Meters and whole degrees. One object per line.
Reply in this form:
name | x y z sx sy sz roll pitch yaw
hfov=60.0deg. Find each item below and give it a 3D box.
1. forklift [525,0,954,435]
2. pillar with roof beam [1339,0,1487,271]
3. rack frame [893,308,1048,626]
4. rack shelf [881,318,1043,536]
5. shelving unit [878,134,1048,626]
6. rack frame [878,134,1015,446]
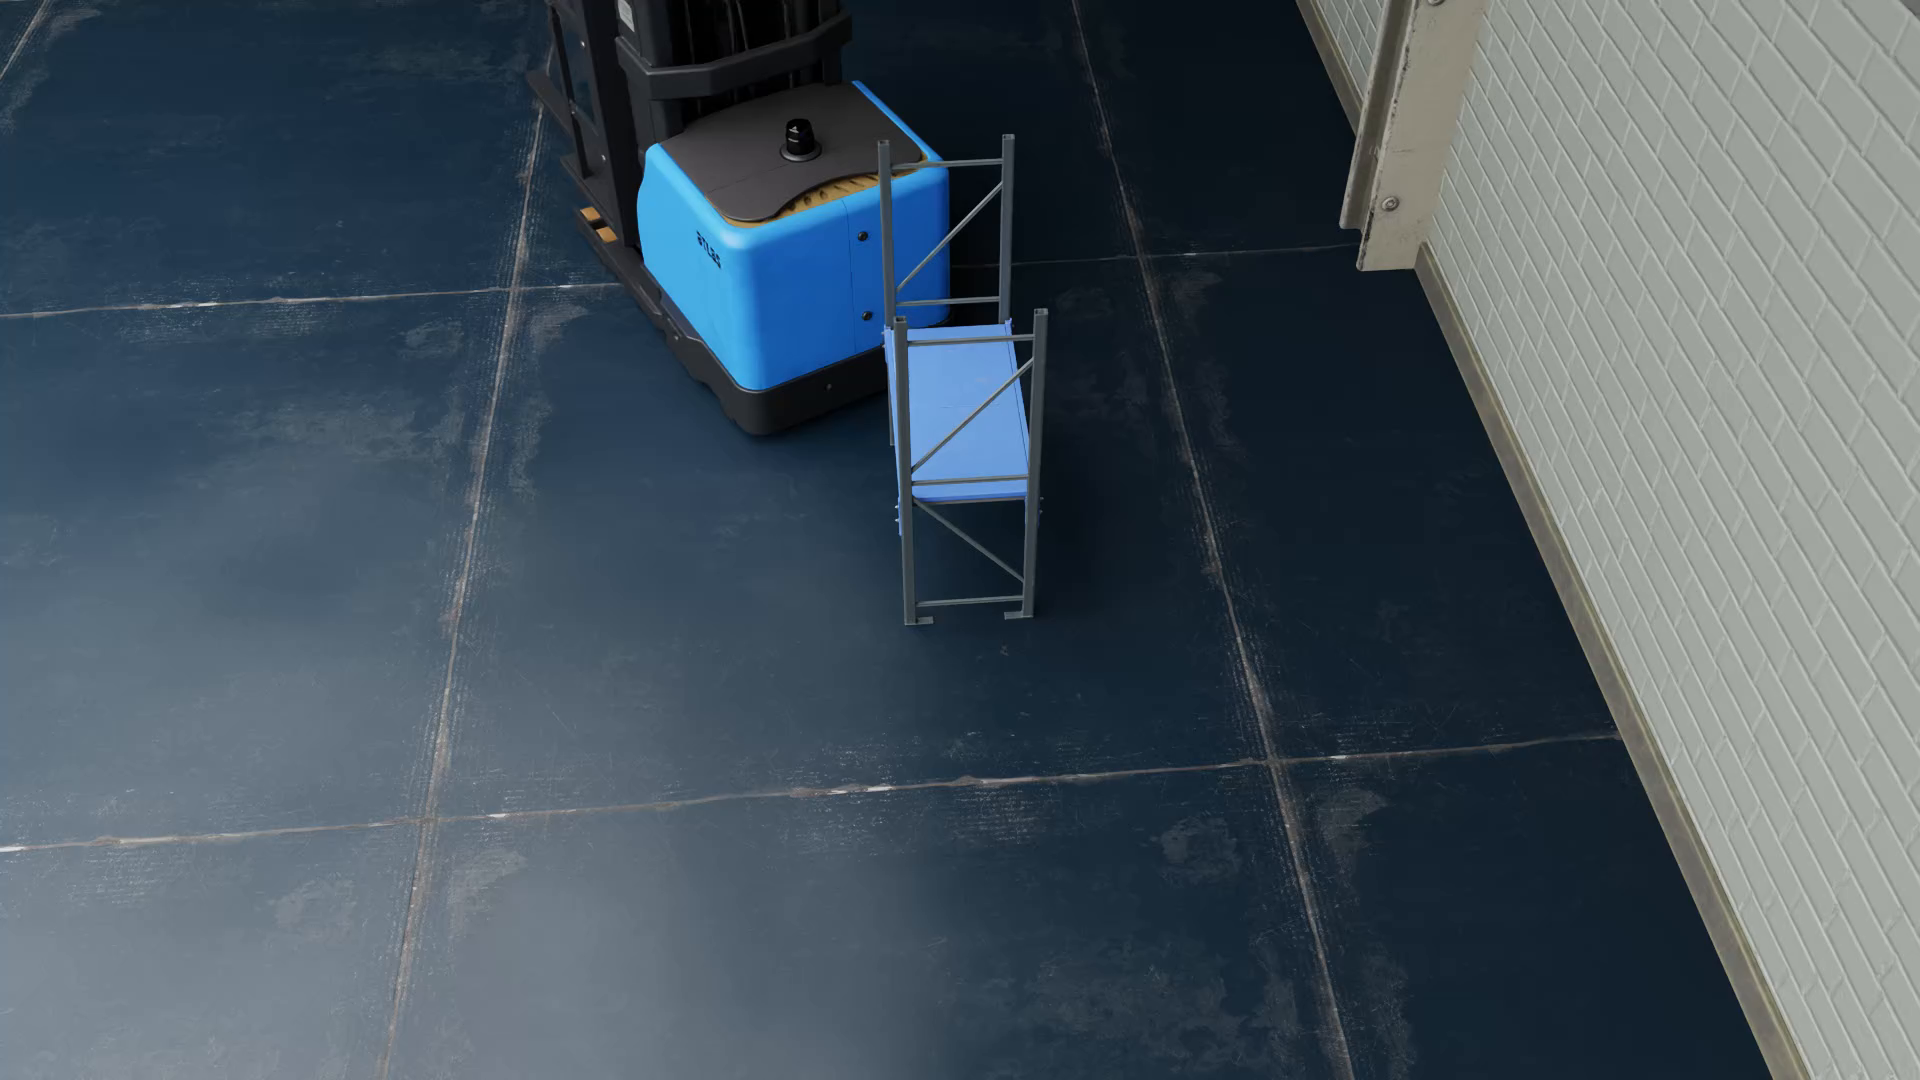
forklift | -1.223 -2.512 7.110 1.130 2.935 3.031 -24 51 -21
pillar with roof beam | -2.242 -4.275 4.601 9.100 9.000 0.400 -3 47 -3
rack frame | 0.035 -0.210 5.916 0.500 1.500 0.032 -3 47 -3
rack shelf | -0.007 -0.454 6.395 0.538 0.185 1.000 -3 47 -3
shelving unit | -0.007 -0.577 6.264 0.538 1.500 1.048 -3 47 -3
rack frame | -0.050 -0.945 6.612 0.500 1.500 0.032 -3 47 -3
